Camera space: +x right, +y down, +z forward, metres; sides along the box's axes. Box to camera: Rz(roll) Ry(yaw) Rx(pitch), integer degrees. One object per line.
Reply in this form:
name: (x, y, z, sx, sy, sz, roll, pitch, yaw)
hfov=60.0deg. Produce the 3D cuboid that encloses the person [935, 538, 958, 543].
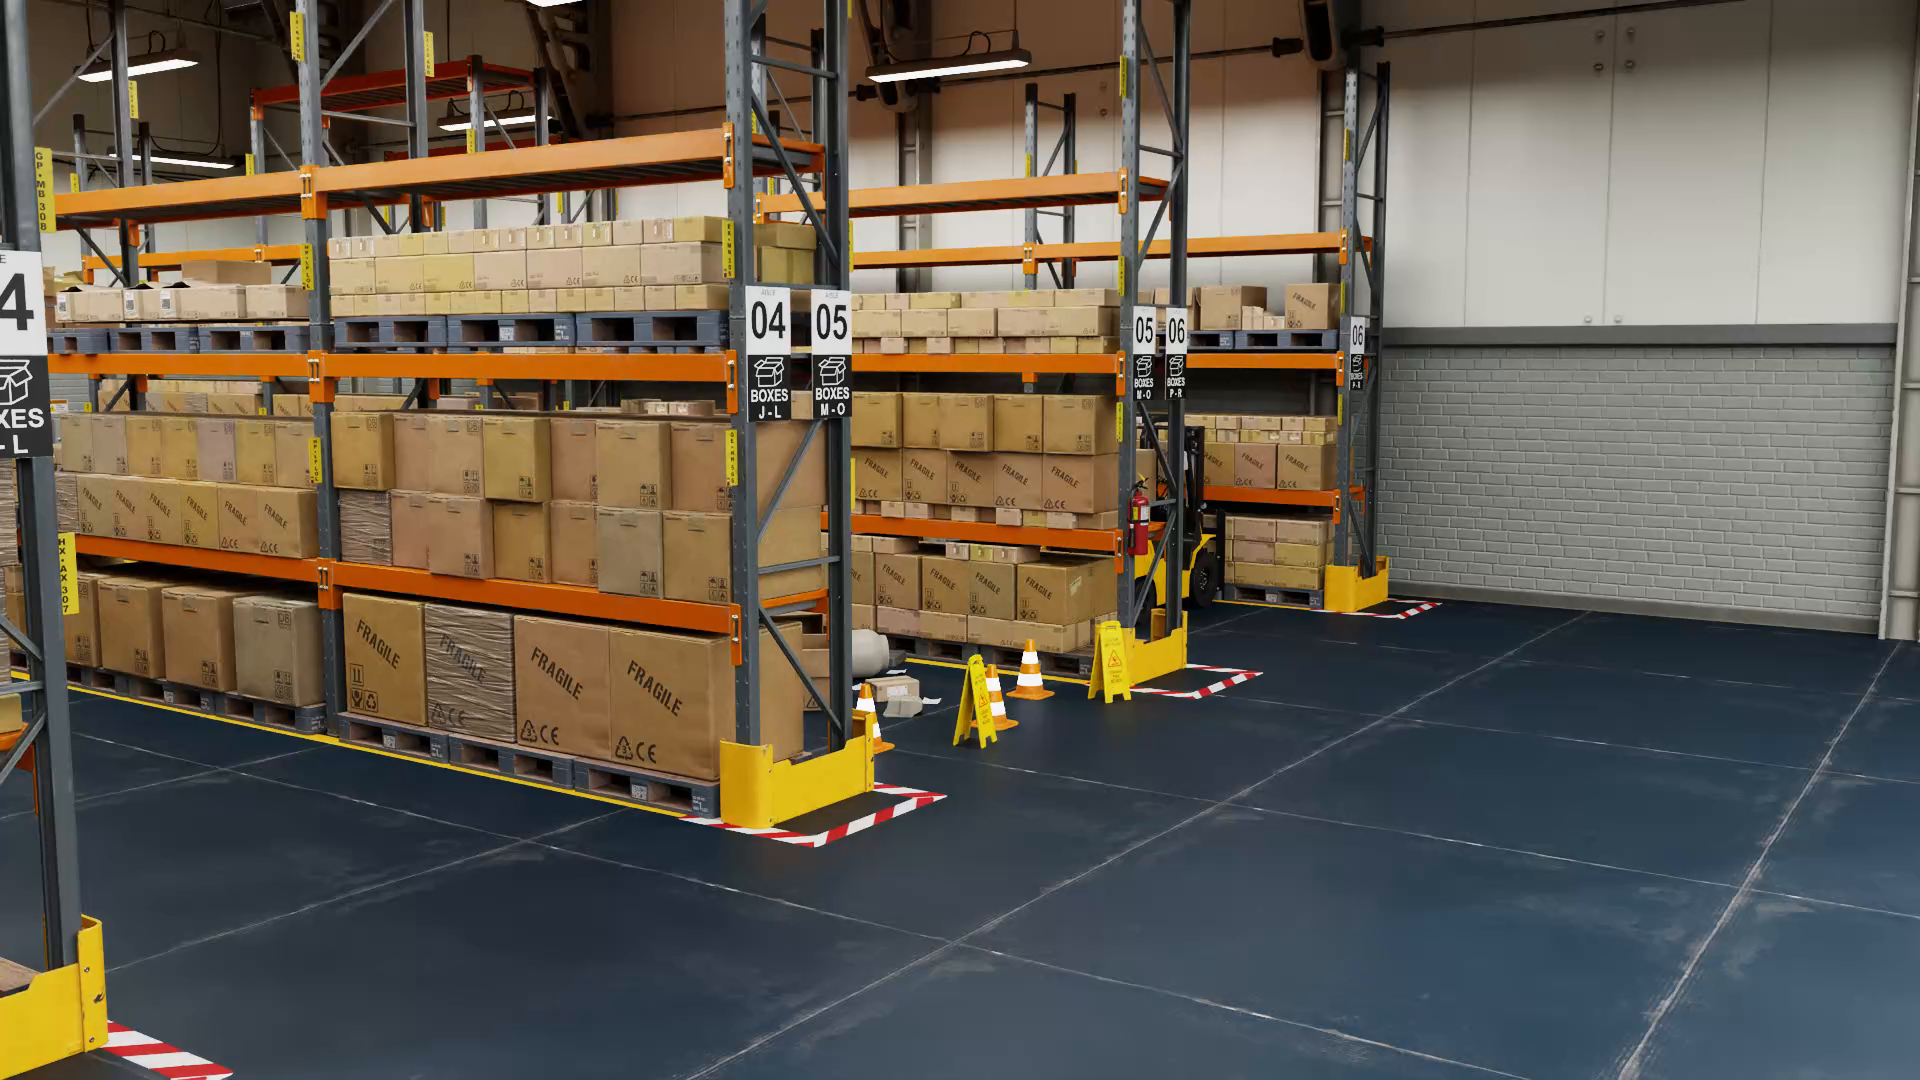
person: (-0.110, -0.167, 19.210, 0.512, 1.656, 0.426, 4, 8, 31)
